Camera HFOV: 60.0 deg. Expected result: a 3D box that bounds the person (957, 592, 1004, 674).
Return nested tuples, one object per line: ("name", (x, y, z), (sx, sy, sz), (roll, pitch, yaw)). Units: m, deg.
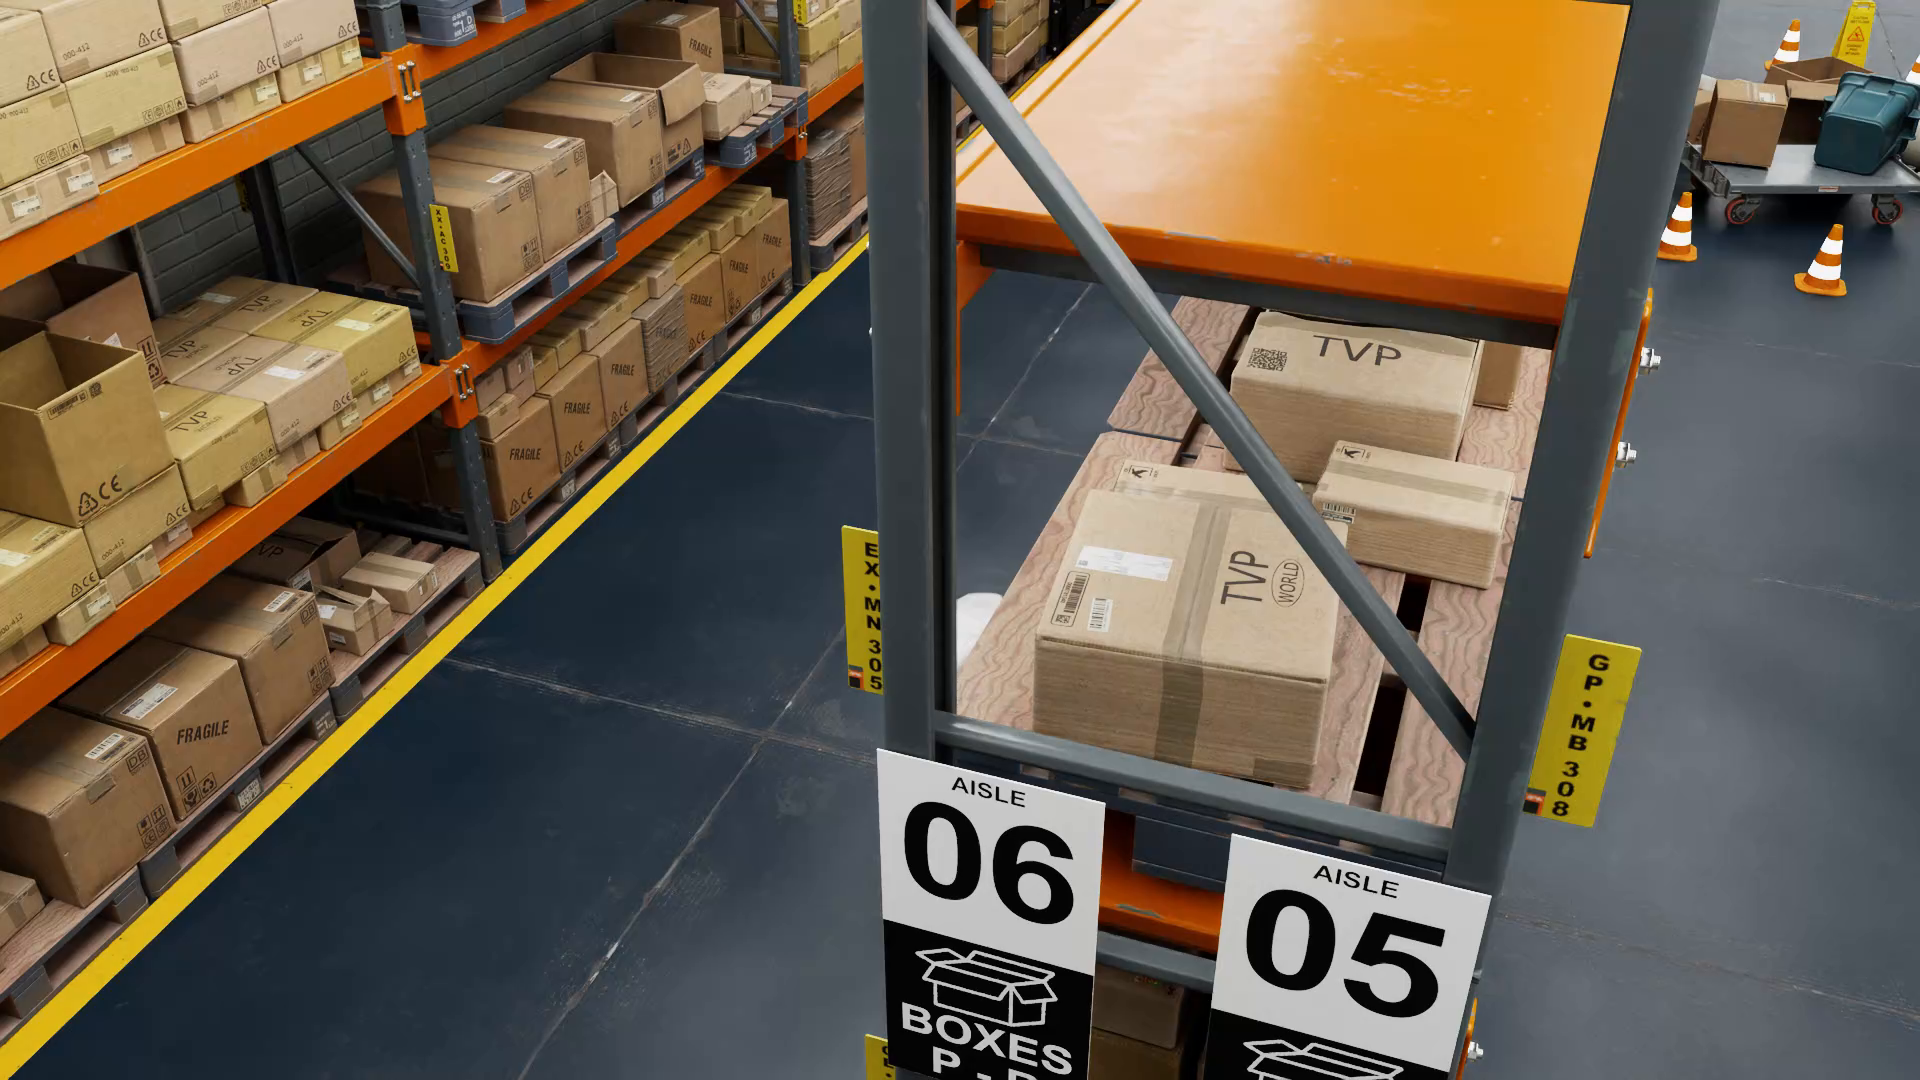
("person", (0.077, 0.640, 7.281), (0.507, 1.000, 0.924), (10, 34, 15))
